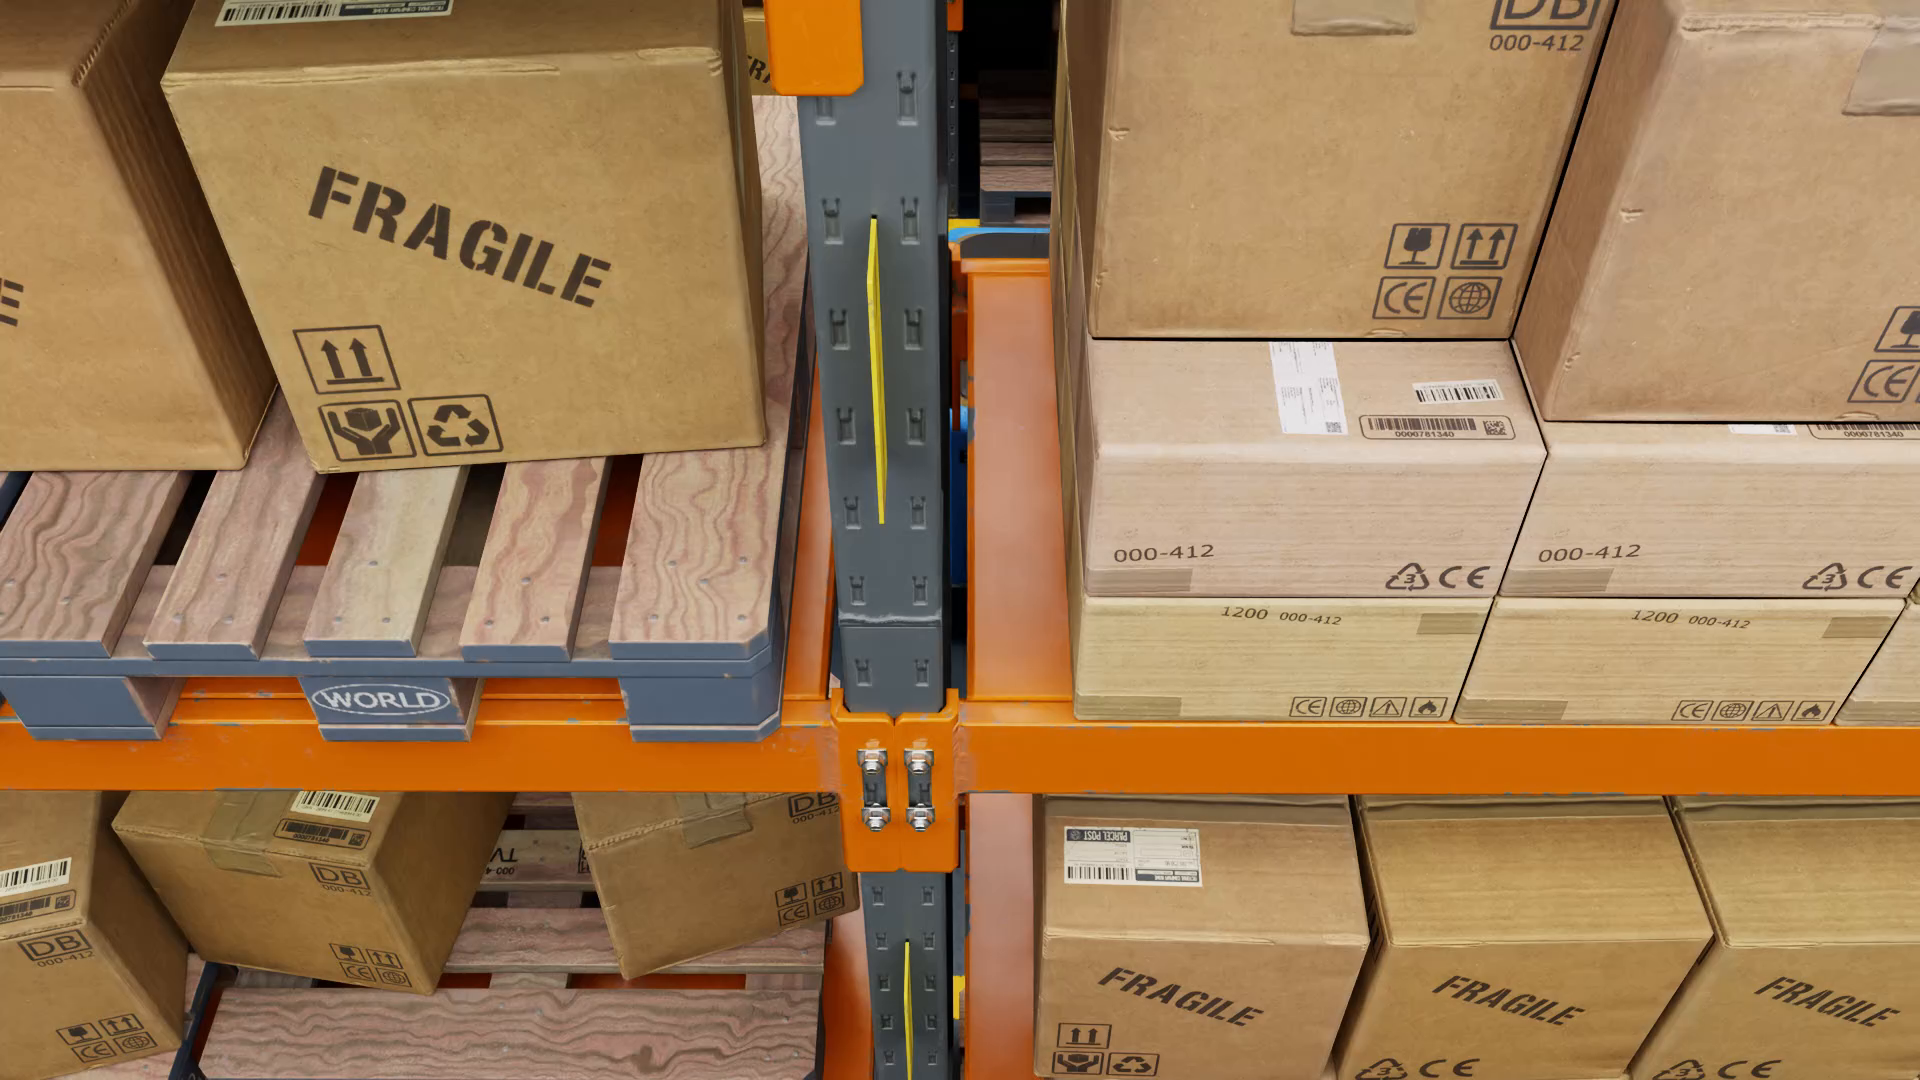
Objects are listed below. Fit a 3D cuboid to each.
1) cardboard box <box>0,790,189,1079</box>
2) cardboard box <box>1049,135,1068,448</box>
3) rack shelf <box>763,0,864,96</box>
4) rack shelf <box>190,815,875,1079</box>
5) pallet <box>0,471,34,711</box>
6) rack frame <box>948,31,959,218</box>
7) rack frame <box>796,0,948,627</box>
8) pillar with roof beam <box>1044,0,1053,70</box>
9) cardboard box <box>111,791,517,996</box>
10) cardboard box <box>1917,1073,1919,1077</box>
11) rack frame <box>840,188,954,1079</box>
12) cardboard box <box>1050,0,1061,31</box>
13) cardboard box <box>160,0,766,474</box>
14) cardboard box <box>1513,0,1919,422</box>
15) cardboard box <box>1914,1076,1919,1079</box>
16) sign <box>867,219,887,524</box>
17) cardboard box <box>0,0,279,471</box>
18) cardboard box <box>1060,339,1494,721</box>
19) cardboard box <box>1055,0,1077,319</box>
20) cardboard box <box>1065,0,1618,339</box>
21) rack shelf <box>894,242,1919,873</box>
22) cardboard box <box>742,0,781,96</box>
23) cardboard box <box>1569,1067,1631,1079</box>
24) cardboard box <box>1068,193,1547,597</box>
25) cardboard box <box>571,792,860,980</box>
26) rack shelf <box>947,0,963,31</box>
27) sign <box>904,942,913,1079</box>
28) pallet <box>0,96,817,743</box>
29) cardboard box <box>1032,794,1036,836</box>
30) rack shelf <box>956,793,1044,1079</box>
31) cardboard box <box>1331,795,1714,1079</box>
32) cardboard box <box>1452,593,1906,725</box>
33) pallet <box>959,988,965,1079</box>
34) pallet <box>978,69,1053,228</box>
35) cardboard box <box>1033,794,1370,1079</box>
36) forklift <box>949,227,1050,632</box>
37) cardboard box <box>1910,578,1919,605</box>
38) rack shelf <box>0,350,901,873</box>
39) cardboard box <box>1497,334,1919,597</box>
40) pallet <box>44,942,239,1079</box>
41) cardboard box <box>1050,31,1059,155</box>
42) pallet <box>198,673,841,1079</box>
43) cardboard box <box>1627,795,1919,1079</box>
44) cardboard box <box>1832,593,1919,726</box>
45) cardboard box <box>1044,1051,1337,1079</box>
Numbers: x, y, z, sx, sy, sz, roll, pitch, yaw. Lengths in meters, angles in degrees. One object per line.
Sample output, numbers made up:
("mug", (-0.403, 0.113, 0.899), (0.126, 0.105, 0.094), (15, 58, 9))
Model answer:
("cardboard box", (-1.851, 0.627, 3.262), (0.500, 0.500, 0.700), (-11, 48, -10))
("cardboard box", (0.403, -0.401, 2.627), (0.500, 0.250, 0.500), (0, 47, 0))
("rack shelf", (-2.084, -0.905, 1.709), (4.000, 0.370, 1.077), (0, 47, 0))
("rack shelf", (-2.084, 1.003, 3.759), (4.000, 0.370, 1.077), (0, 47, 0))
("pallet", (-1.773, -0.248, 2.511), (1.003, 0.211, 1.213), (0, 47, 0))
("rack frame", (-0.070, -2.863, 6.865), (0.127, 3.000, 1.000), (0, 47, 0))
("rack frame", (-0.084, -1.281, 1.294), (0.127, 3.000, 1.000), (0, 47, 0))
("pillar with roof beam", (0.618, -2.387, 2.324), (0.400, 9.000, 9.100), (0, 47, 0))
("cardboard box", (-1.245, 0.466, 3.412), (0.500, 0.500, 0.700), (7, 47, 6))
("cardboard box", (1.932, 0.599, 2.891), (0.500, 0.500, 0.500), (1, 47, 1))
("rack frame", (-0.084, 0.763, 3.490), (0.127, 3.000, 1.000), (0, 47, 0))
("cardboard box", (0.534, -2.444, 7.453), (0.250, 0.149, 0.380), (0, 47, 0))
("cardboard box", (-0.588, -0.525, 2.217), (0.600, 0.600, 0.600), (-4, 47, -4))
("cardboard box", (0.902, -0.555, 1.917), (0.500, 0.500, 0.700), (0, 47, 0))
("cardboard box", (1.437, 0.932, 3.265), (0.500, 0.500, 0.500), (0, 47, 0))
("sign", (-0.083, -0.163, 1.681), (0.005, 0.325, 0.100), (0, 47, 0))
("cardboard box", (-1.256, -0.510, 2.203), (0.600, 0.600, 0.600), (0, 47, 0))
("cardboard box", (0.401, -0.025, 2.277), (0.500, 0.250, 0.500), (0, 47, 0))
("cardboard box", (0.403, -0.575, 2.448), (0.500, 0.250, 0.500), (0, 47, 0))
("cardboard box", (0.402, -0.660, 2.014), (0.500, 0.500, 0.700), (0, 47, 0))
("rack shelf", (1.916, -0.008, 2.650), (4.000, 0.370, 1.077), (0, 47, 0))
("cardboard box", (-0.720, -2.180, 7.411), (0.750, 0.750, 0.750), (1, 47, 1))
("cardboard box", (0.936, 0.929, 3.268), (0.500, 0.500, 0.500), (1, 47, 1))
("cardboard box", (0.401, -0.195, 2.094), (0.500, 0.250, 0.500), (0, 47, 0))
("cardboard box", (-0.557, 0.421, 3.453), (0.500, 0.500, 0.700), (-14, 49, -13))
("rack shelf", (1.930, -2.612, 7.123), (4.000, 0.370, 1.077), (0, 47, 0))
("sign", (-0.083, 0.775, 2.688), (0.005, 0.325, 0.100), (0, 47, 0))
("pallet", (-0.736, -0.248, 2.511), (1.003, 0.211, 1.213), (0, 47, 0))
("cardboard box", (0.417, 0.543, 3.627), (0.500, 0.500, 0.500), (1, 47, 1))
("rack shelf", (1.916, 1.014, 3.748), (4.000, 0.370, 1.077), (0, 47, 0))
("cardboard box", (0.902, 0.597, 2.894), (0.500, 0.500, 0.500), (-1, 47, -1))
("cardboard box", (0.901, -0.021, 2.273), (0.500, 0.250, 0.500), (0, 47, 0))
("pallet", (0.602, 1.716, 4.509), (1.213, 0.211, 1.003), (0, 47, 0))
("pallet", (0.691, -1.853, 7.831), (1.213, 0.211, 1.003), (0, 47, 0))
("cardboard box", (0.386, 0.596, 2.895), (0.500, 0.500, 0.500), (1, 47, 1))
("forklift", (1.397, -0.988, 5.167), (3.031, 2.935, 1.130), (1, 47, 1))
("cardboard box", (1.401, -0.185, 2.084), (0.500, 0.250, 0.500), (0, 47, 0))
("rack shelf", (-2.084, -0.019, 2.661), (4.000, 0.370, 1.077), (0, 47, 0))
("cardboard box", (0.901, -0.195, 2.094), (0.500, 0.250, 0.500), (0, 47, 0))
("pallet", (-2.140, 0.820, 3.569), (1.213, 0.211, 1.003), (0, 47, 0))
("cardboard box", (0.678, -2.077, 7.555), (0.500, 0.500, 0.700), (1, 47, 1))
("pallet", (-0.883, 0.747, 3.637), (1.213, 0.211, 1.003), (0, 47, 0))
("cardboard box", (1.416, 0.599, 2.892), (0.500, 0.500, 0.500), (-1, 47, -1))
("cardboard box", (1.401, -0.018, 2.271), (0.500, 0.250, 0.500), (0, 47, 0))
("cardboard box", (0.424, 0.930, 3.267), (0.500, 0.500, 0.500), (1, 47, 1))
